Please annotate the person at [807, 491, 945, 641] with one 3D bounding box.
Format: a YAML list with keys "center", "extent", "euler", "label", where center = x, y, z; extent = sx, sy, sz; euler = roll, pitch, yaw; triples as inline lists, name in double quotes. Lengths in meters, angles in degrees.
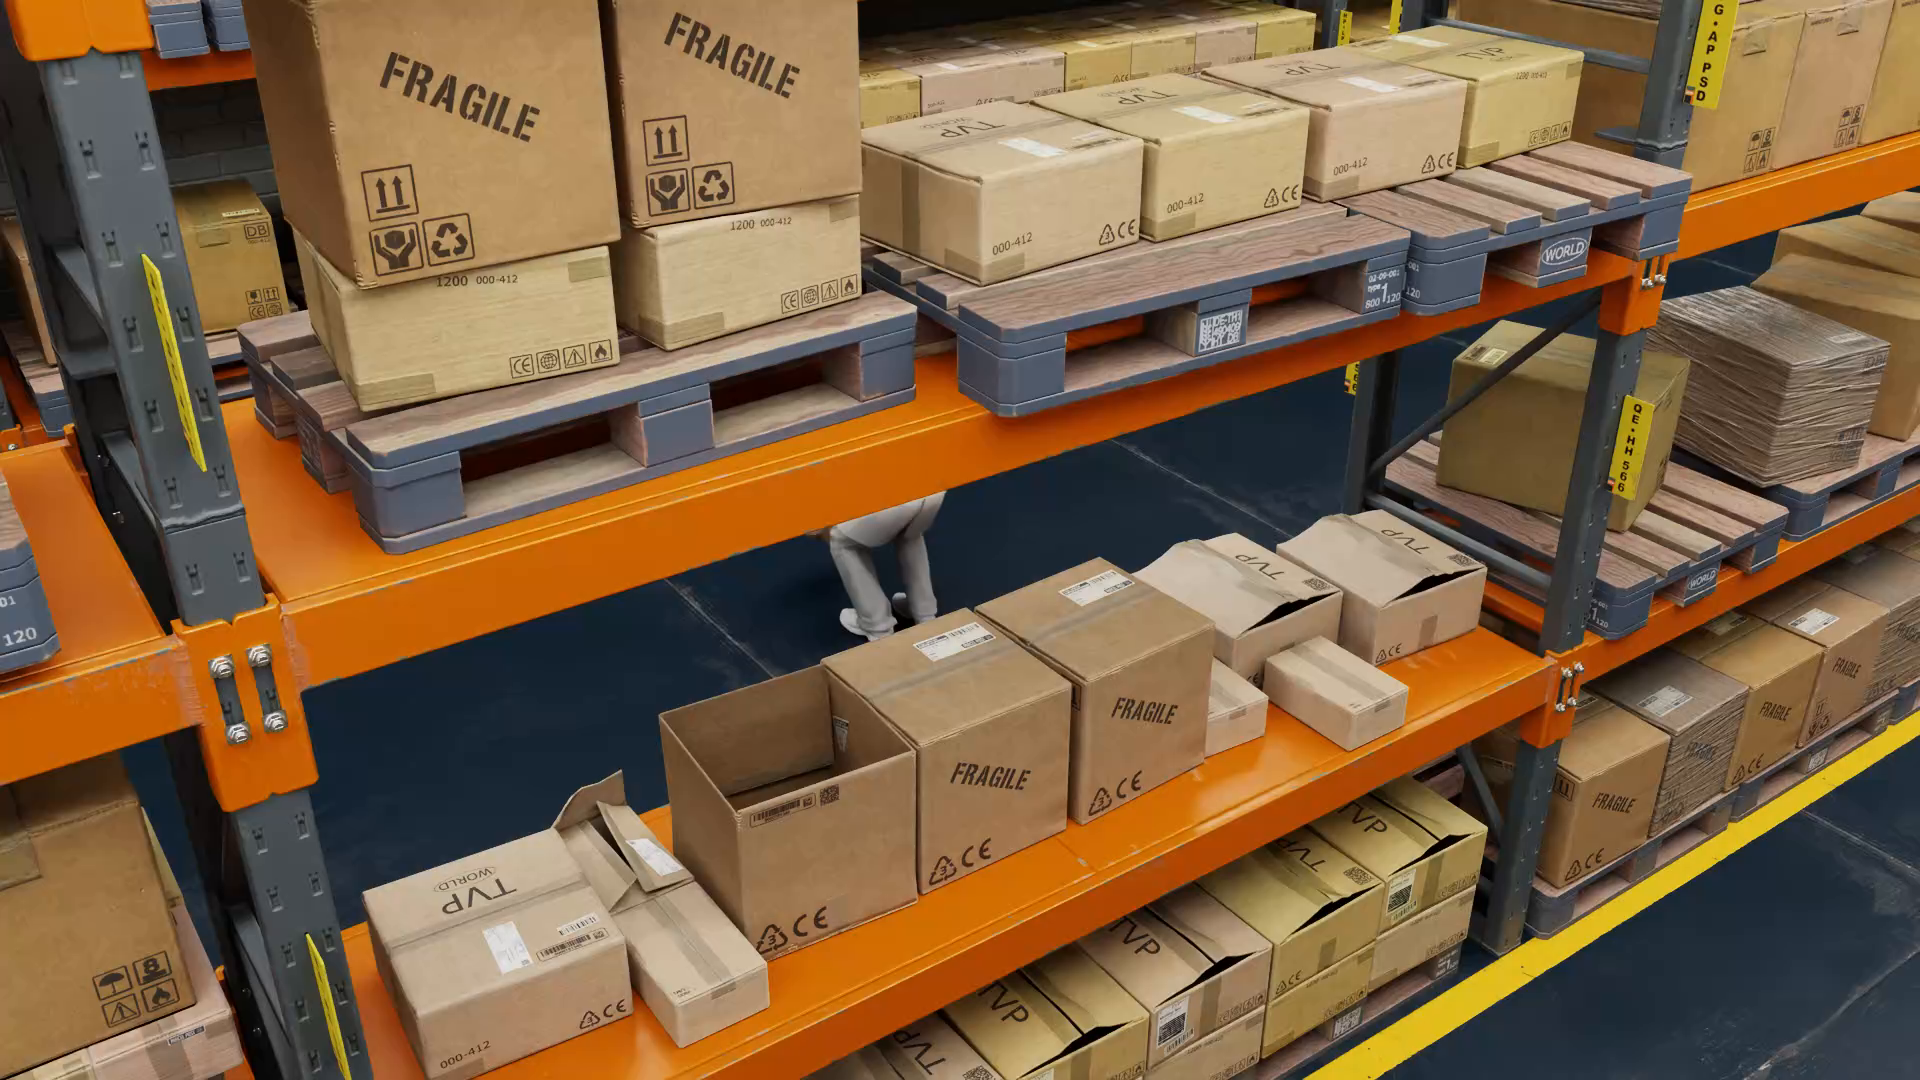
- center: [-0.432, -0.146, 8.101]
  extent: [0.542, 1.126, 0.935]
  euler: [-20, 34, -33]
  label: "person"
